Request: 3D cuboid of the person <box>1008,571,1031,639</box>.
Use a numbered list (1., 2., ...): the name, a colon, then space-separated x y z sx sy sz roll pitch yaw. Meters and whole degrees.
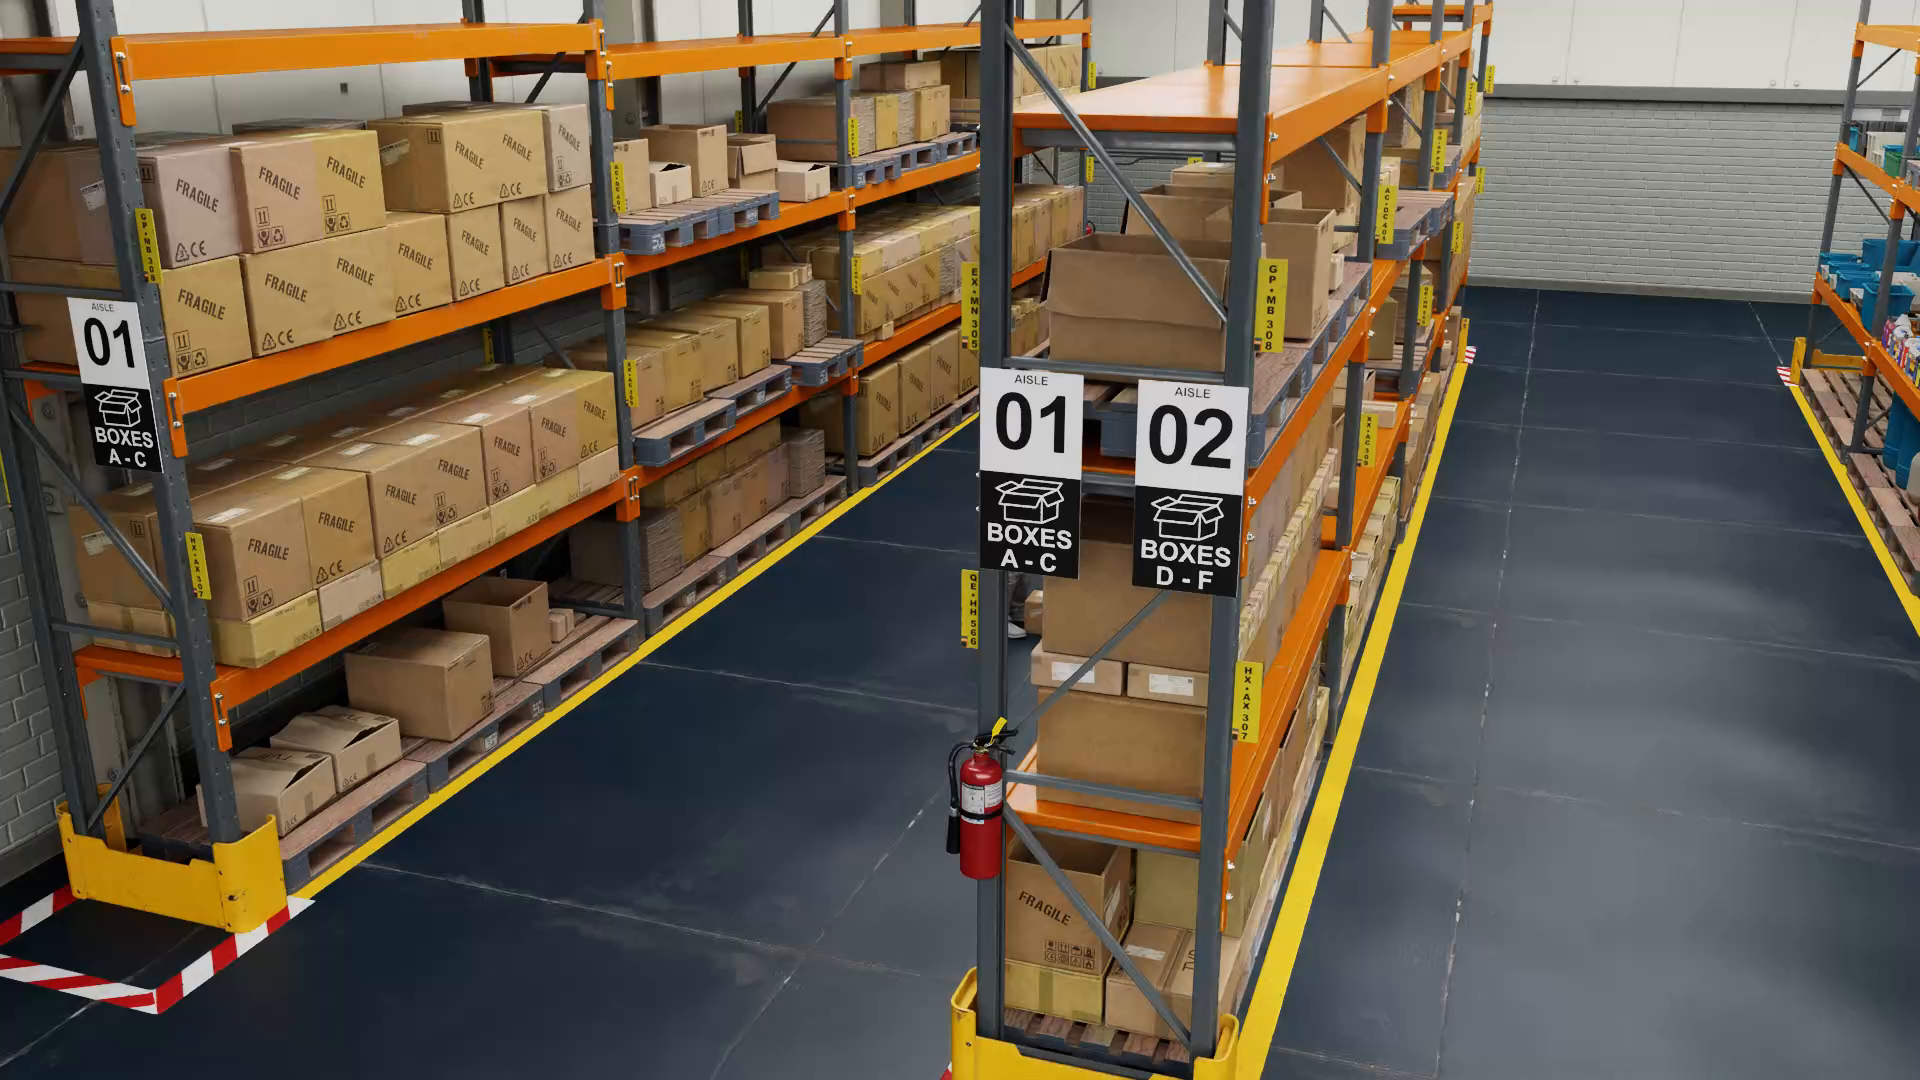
1. person: 0.388 -0.206 12.133 0.465 1.771 0.582 6 19 18
